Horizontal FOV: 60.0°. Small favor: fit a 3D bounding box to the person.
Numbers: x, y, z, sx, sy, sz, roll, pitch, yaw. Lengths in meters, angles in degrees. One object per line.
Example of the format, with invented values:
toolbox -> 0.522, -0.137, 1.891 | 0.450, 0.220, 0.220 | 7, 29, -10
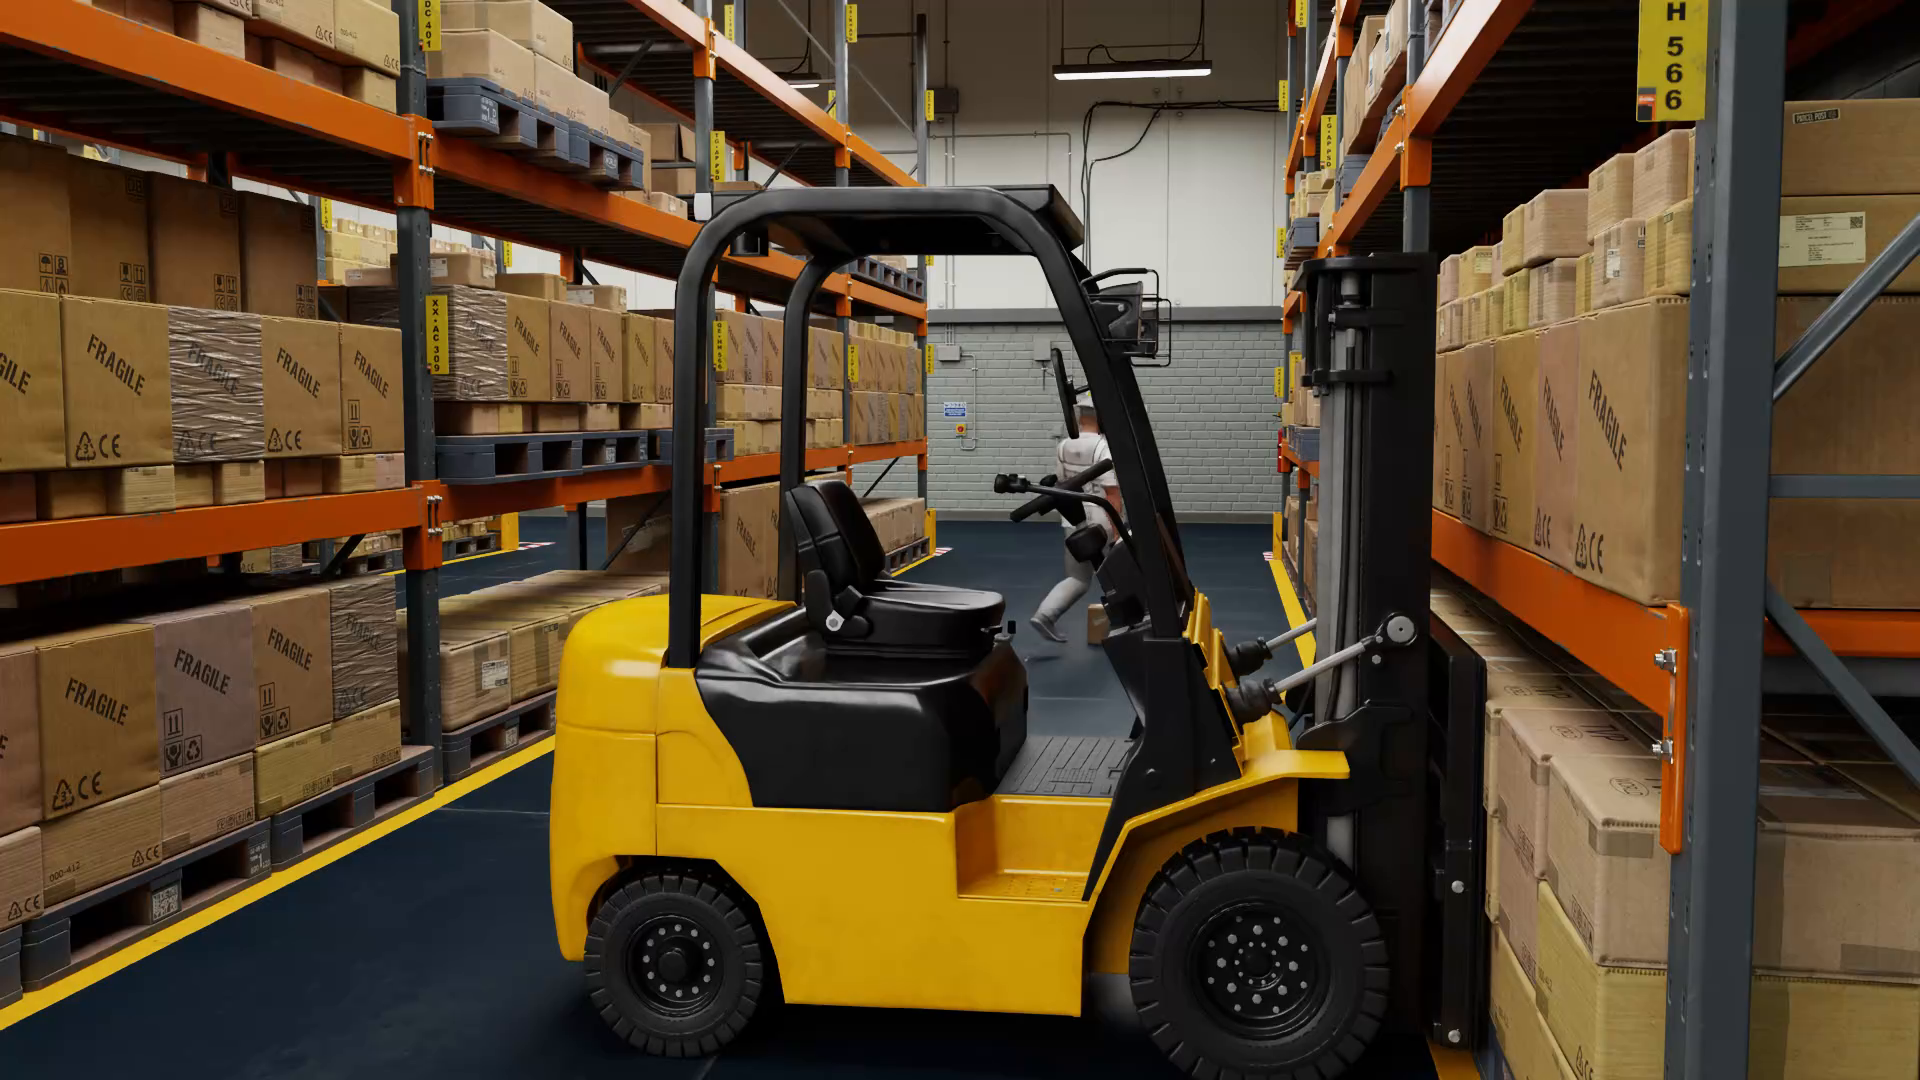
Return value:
person -> 0.917, -0.102, 11.078 | 0.555, 1.707, 0.948 | 4, 6, 41
